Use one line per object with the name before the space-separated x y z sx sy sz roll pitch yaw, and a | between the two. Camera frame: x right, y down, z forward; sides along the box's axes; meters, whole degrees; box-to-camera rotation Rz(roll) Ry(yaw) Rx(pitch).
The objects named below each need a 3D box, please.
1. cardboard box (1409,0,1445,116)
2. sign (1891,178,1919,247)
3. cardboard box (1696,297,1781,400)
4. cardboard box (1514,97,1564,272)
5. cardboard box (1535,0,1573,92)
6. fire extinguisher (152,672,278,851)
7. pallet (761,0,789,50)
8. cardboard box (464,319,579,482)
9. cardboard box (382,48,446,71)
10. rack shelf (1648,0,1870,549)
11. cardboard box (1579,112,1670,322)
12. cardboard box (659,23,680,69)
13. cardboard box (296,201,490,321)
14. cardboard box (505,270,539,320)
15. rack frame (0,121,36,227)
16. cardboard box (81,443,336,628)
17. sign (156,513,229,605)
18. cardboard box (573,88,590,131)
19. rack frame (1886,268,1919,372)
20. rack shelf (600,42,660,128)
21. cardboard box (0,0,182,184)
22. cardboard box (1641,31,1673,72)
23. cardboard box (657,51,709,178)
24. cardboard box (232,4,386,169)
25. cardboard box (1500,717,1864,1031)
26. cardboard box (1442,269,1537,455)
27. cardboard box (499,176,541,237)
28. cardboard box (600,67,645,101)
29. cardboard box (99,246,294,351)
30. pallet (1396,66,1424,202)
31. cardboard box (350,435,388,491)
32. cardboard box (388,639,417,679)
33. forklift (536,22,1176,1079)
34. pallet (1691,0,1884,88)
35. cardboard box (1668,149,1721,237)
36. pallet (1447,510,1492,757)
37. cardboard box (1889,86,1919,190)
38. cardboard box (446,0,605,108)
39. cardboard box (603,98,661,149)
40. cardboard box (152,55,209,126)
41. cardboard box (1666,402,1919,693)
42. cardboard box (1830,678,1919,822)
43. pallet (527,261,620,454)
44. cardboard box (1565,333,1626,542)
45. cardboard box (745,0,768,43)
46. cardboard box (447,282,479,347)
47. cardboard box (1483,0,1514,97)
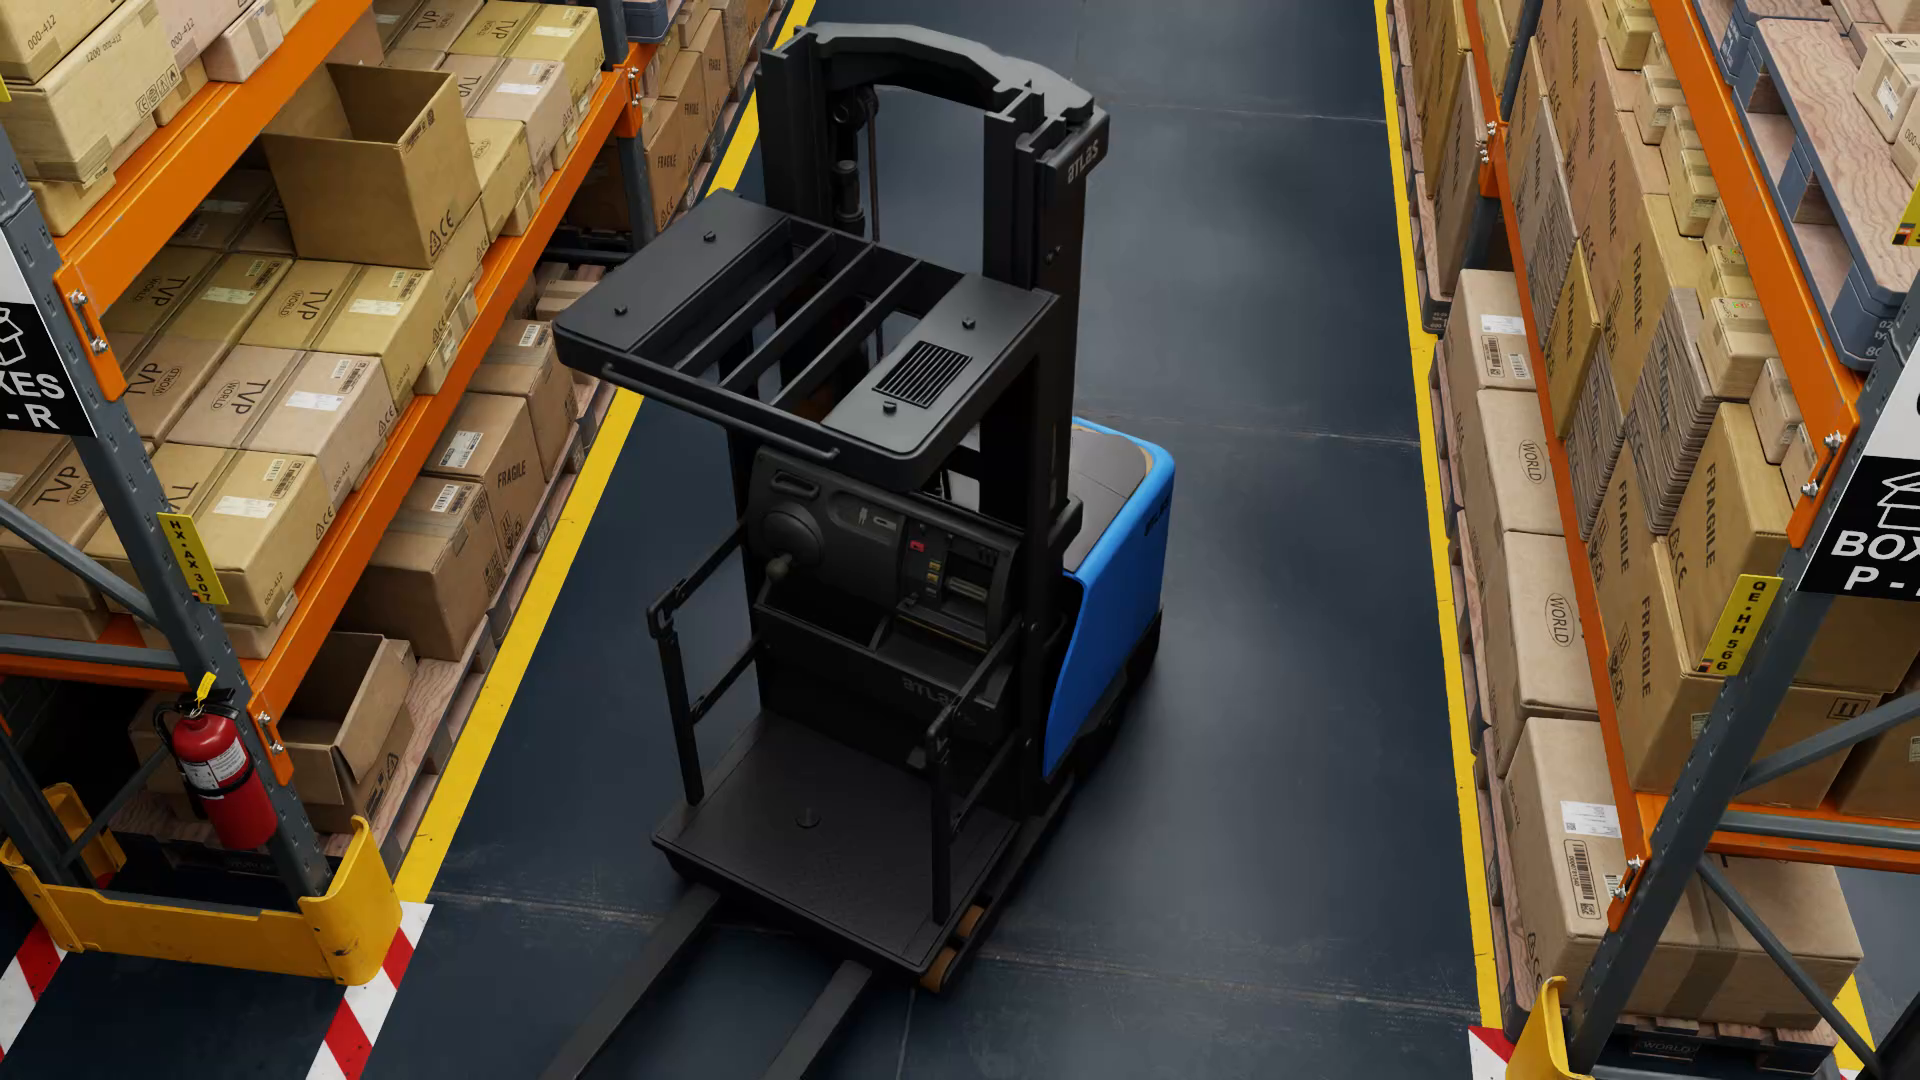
cardboard box | 3.111 -2.996 9.495 0.875 0.875 0.875 6 44 6
sign | 1.813 -0.674 3.035 0.100 0.325 0.005 5 44 6
cardboard box | 2.158 -0.490 4.336 0.380 0.149 0.250 5 44 5
cardboard box | 2.486 -1.357 6.451 0.500 0.500 0.500 5 44 6
cardboard box | 2.575 -2.056 6.462 0.500 0.500 0.500 6 44 6
fire extinguisher | -2.133 0.624 4.759 0.296 0.674 0.183 5 44 6
pallet | -1.650 -3.616 10.938 1.003 0.211 1.213 5 44 6
cardboard box | -2.108 -0.622 7.260 0.700 0.500 0.500 4 44 4
cardboard box | -2.435 -1.806 6.891 0.500 0.250 0.500 5 44 5
rack shelf | 2.613 -1.425 4.937 1.077 0.370 4.000 5 44 6
cardboard box | 2.354 -1.021 5.369 0.500 0.500 0.500 5 44 5
cardboard box | -1.726 -2.669 8.950 0.380 0.149 0.250 5 44 5
cardboard box | -2.068 -1.060 6.103 0.500 0.250 0.500 4 44 4
cardboard box | -2.365 -1.156 7.961 0.500 0.311 0.500 7 44 7
rack frame | -2.572 -1.861 2.692 1.000 3.000 0.127 5 44 6
cardboard box | -2.245 -0.020 5.005 0.500 0.250 0.500 5 44 6
sign | -2.034 0.053 4.405 0.100 0.325 0.005 5 44 6
cardboard box | -1.848 -1.897 7.277 0.380 0.149 0.250 6 44 7
rack frame | 2.349 -1.412 2.218 1.000 3.000 0.127 5 44 6
rack shelf | -1.779 -3.510 9.321 1.077 0.370 4.000 5 44 6
cardboard box | -2.242 -1.103 3.966 0.500 0.250 0.500 5 44 5
cardboard box | 2.460 -1.528 5.432 0.380 0.149 0.250 5 44 5
cardboard box | -1.695 -2.326 9.060 0.500 0.500 0.500 5 44 5
cardboard box | -2.504 -1.743 6.279 0.500 0.500 0.500 4 44 4
cardboard box | 2.337 1.085 5.502 0.875 0.438 0.875 4 44 4
cardboard box | 2.688 -0.764 7.455 0.875 0.438 0.875 5 44 5
cardboard box | -1.925 -1.365 6.715 0.380 0.149 0.250 5 44 5
cardboard box | -1.792 -2.222 8.262 0.380 0.149 0.250 5 44 5
cardboard box | -2.634 -0.762 5.788 0.500 0.250 0.500 7 44 7
pallet | 3.064 -2.314 9.562 1.003 0.211 1.213 5 44 6
cardboard box | -2.174 -0.317 5.608 0.380 0.149 0.250 7 44 7
cardboard box | -2.302 0.506 6.324 0.380 0.149 0.250 4 44 4
forklift | -0.360 0.110 5.025 1.130 2.935 3.031 21 47 21
pallet | 2.595 -1.631 4.696 1.003 0.211 1.213 5 44 6
cardboard box | 2.312 -1.006 4.881 0.380 0.149 0.250 6 44 7
pallet | 2.541 0.398 6.698 1.003 0.211 1.213 5 44 6
cardboard box | 2.319 -0.772 3.455 0.500 0.250 0.500 2 43 2
cardboard box | -1.868 -2.093 7.193 0.500 0.250 0.500 6 44 7
cardboard box | -1.732 -2.109 8.359 0.380 0.149 0.250 7 44 7
cardboard box | -2.240 -1.231 4.391 0.380 0.149 0.250 5 44 6
cardboard box | 2.177 0.017 4.273 0.500 0.500 0.500 7 44 7
cardboard box | 2.697 0.429 4.565 0.500 0.500 0.500 5 44 5
pallet | -2.135 -0.928 8.099 1.003 0.211 1.213 5 44 6
cardboard box | 2.290 -0.315 5.350 0.500 0.500 0.500 6 44 7
cardboard box | -1.500 -3.374 10.167 0.500 0.500 0.500 7 44 7
cardboard box | -2.022 -0.845 6.165 0.380 0.149 0.250 6 44 6
cardboard box | 2.687 -2.234 7.559 0.500 0.250 0.500 4 44 5
